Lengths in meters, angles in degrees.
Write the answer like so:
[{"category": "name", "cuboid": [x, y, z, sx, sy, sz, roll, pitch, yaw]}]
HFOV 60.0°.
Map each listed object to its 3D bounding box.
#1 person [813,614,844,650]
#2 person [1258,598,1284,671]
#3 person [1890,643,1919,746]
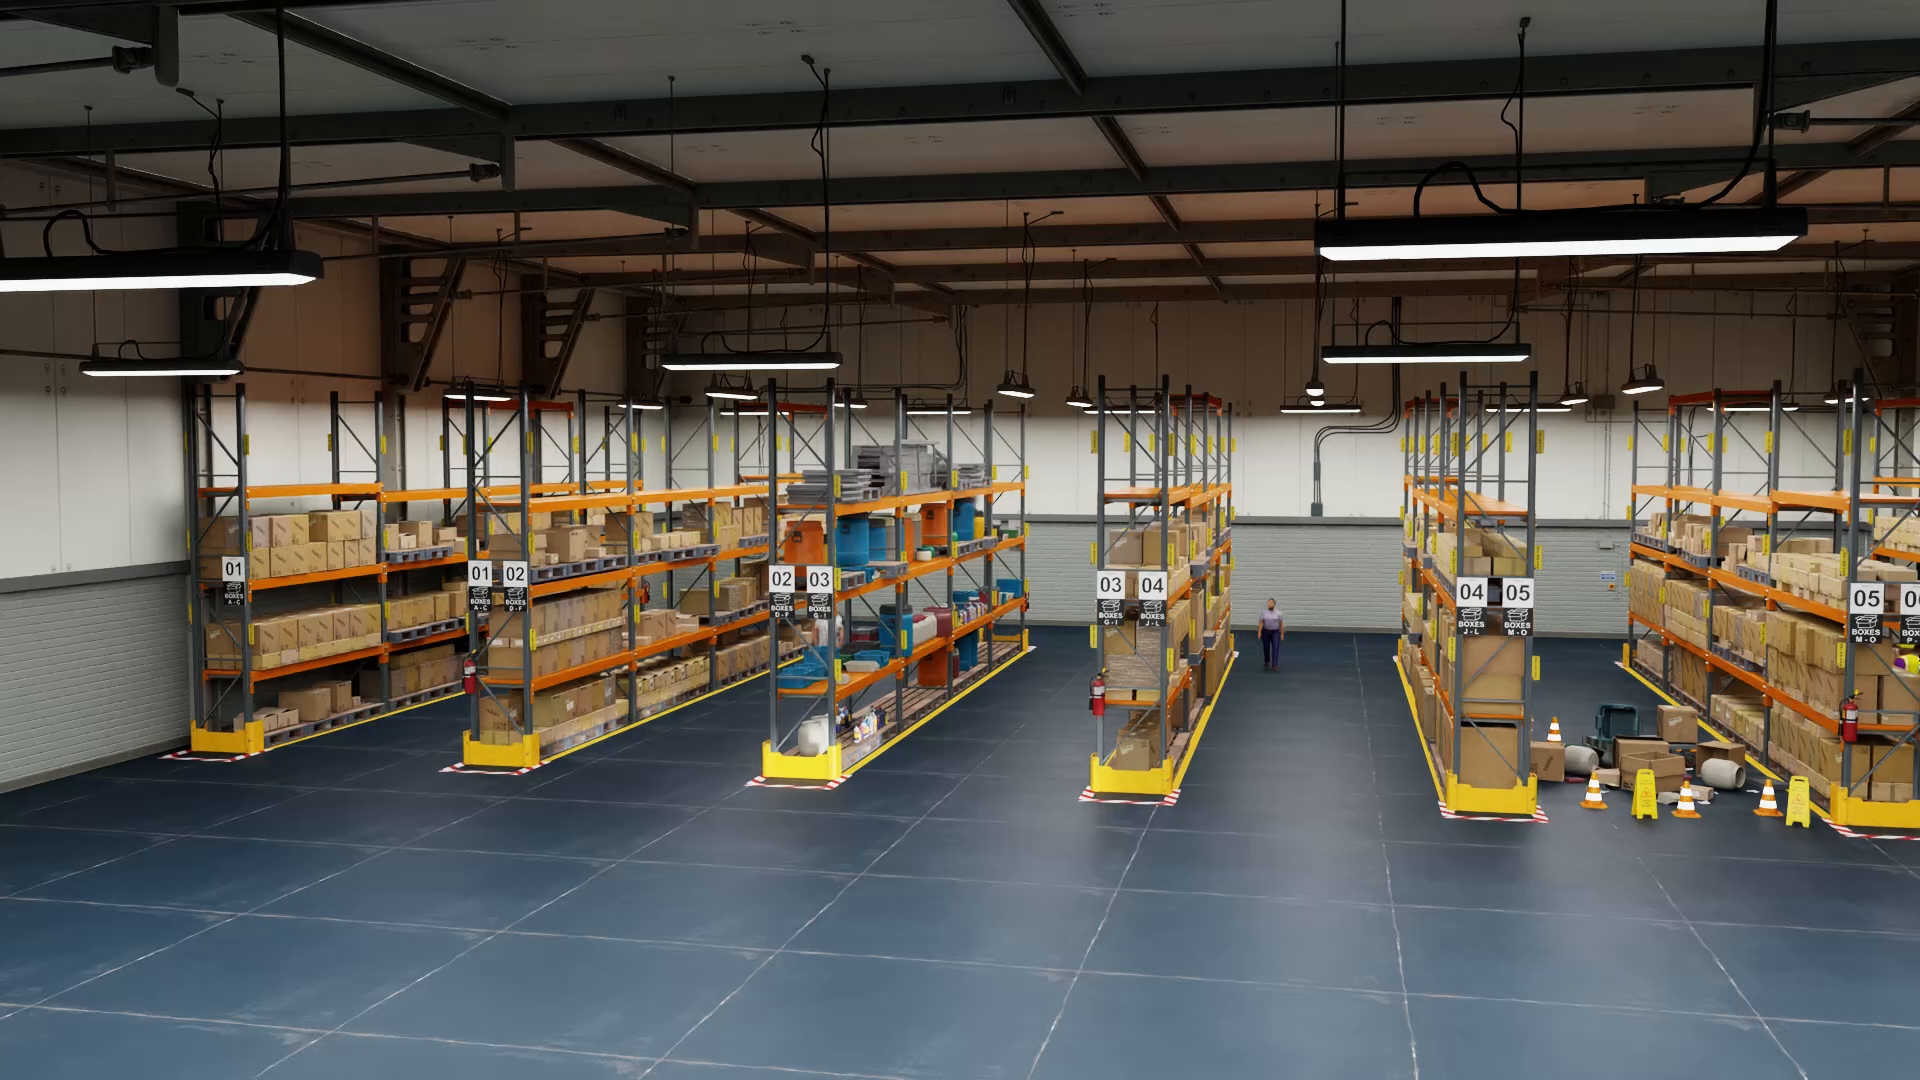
[{"category": "person", "cuboid": [-2.633, 2.092, 33.354, 0.636, 1.762, 0.649, 1, 3, 10]}, {"category": "person", "cuboid": [6.902, 2.087, 36.906, 0.568, 1.583, 1.053, 1, 3, 10]}, {"category": "person", "cuboid": [15.789, 2.562, 27.688, 0.534, 1.808, 0.602, 0, 3, 6]}]
